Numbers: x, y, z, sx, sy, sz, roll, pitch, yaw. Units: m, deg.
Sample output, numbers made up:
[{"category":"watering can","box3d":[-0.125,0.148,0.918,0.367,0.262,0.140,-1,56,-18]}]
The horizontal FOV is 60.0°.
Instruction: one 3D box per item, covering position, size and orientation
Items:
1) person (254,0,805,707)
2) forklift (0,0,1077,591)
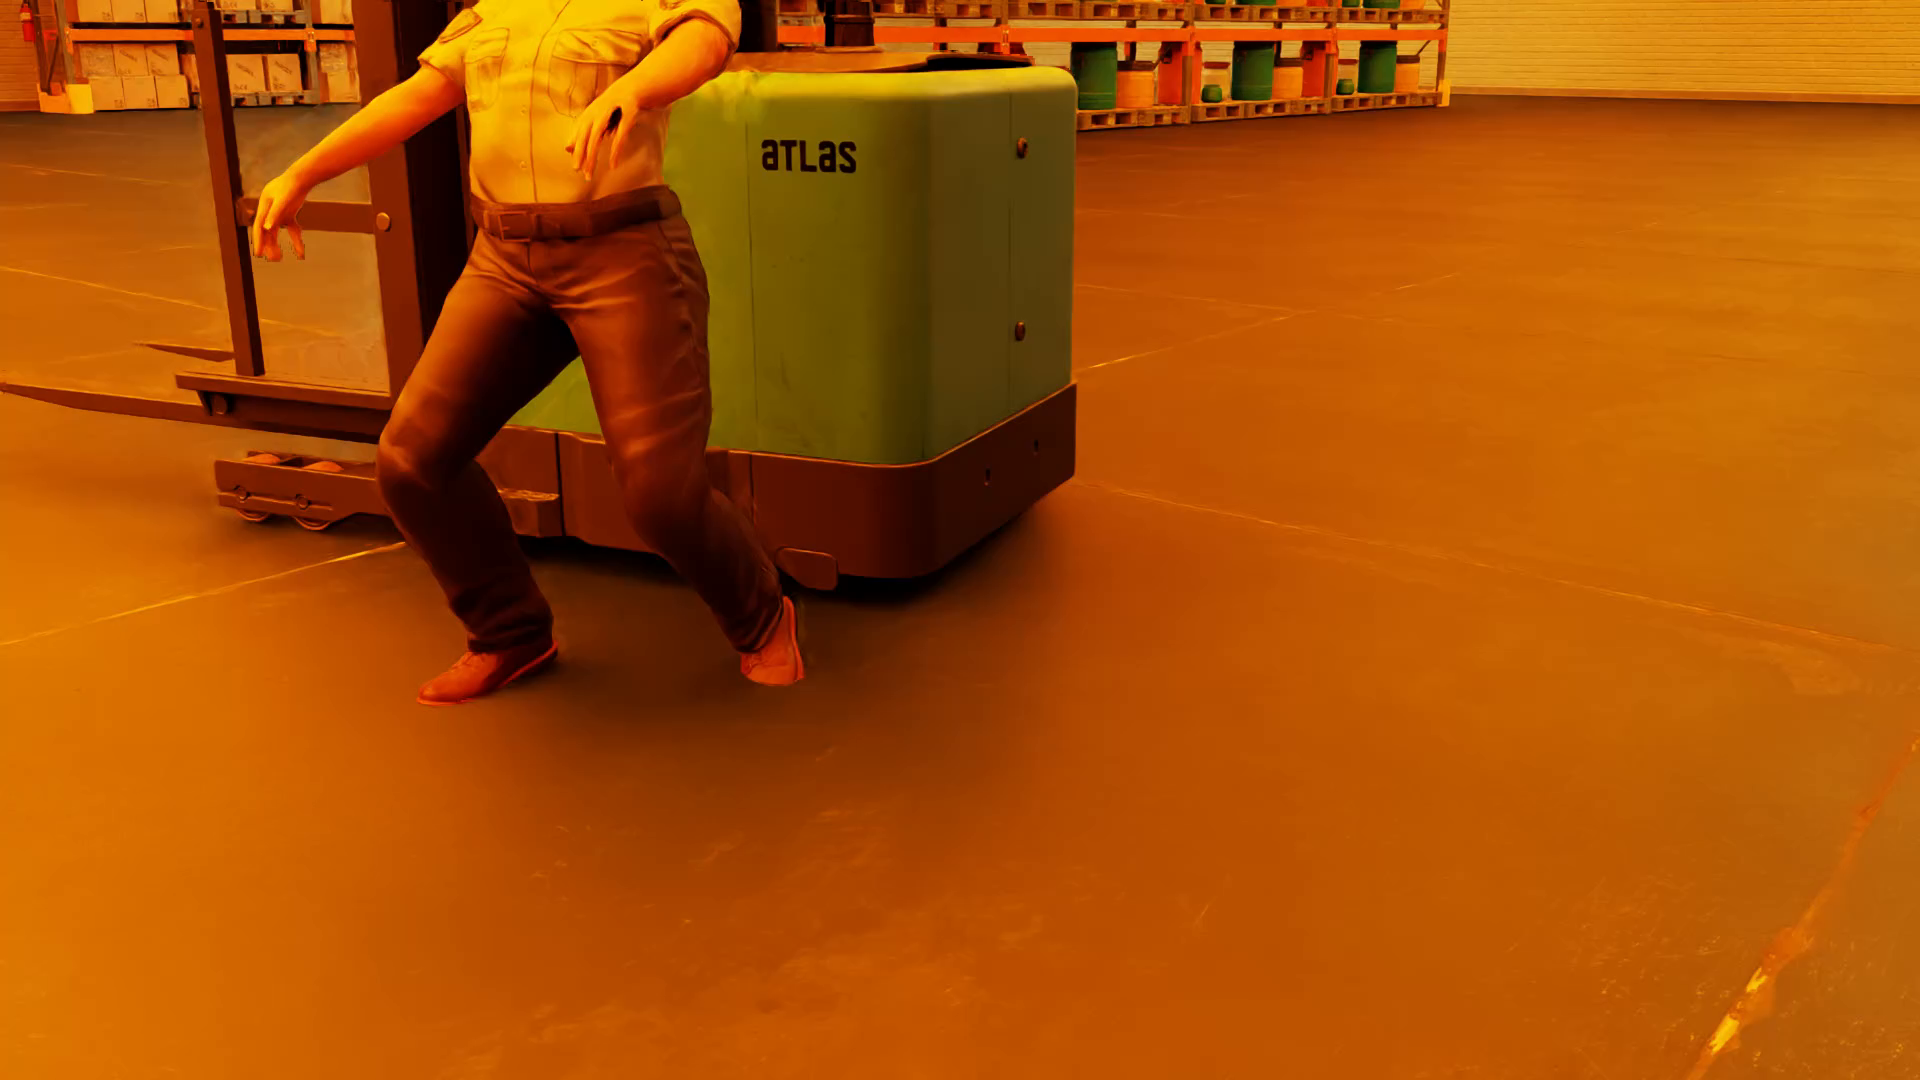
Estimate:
[{"category":"person","box3d":[-0.720,-0.410,2.836,0.836,1.591,0.734,8,18,23]},{"category":"forklift","box3d":[-1.271,-1.557,4.024,3.031,2.935,1.130,7,18,22]}]
